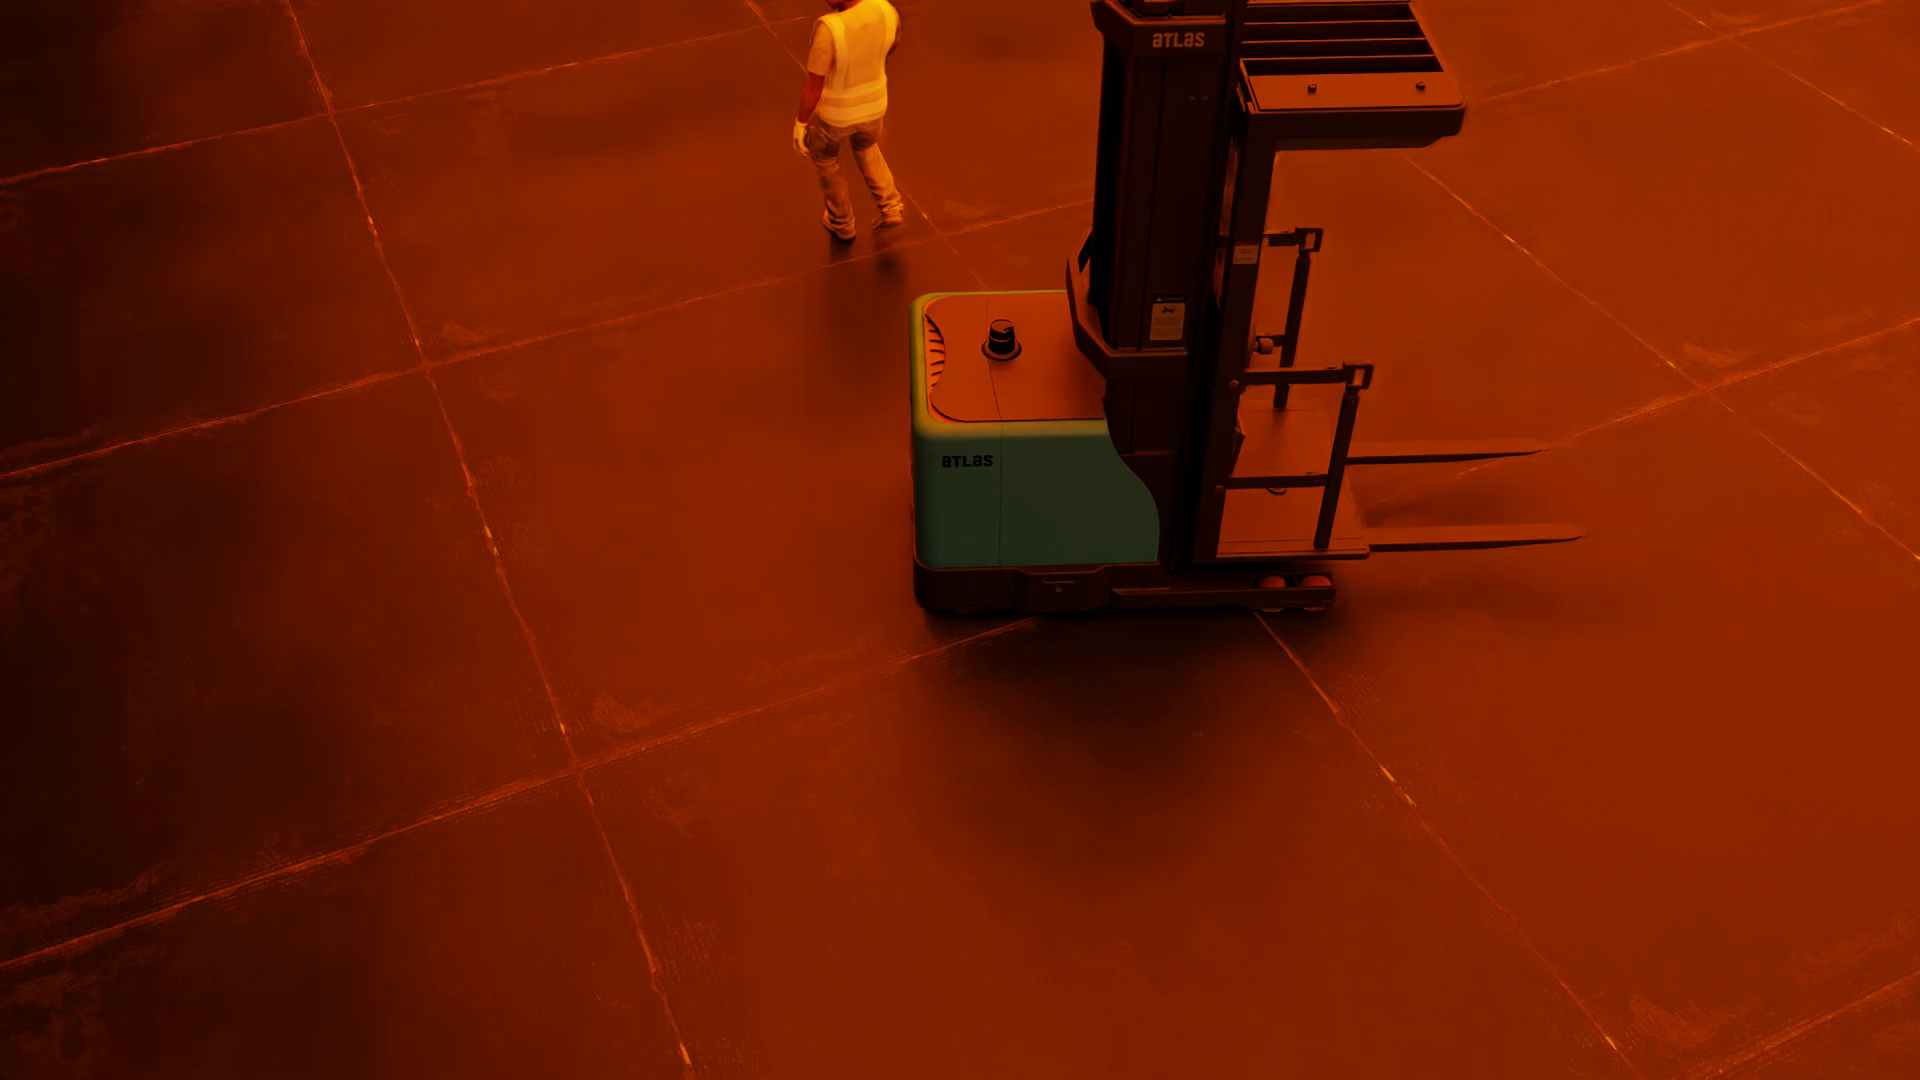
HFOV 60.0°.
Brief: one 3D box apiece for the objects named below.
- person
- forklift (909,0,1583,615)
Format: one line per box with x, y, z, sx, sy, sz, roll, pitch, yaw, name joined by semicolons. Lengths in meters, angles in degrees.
-0.657;-2.403;9.137;0.747;1.731;0.583;-21;47;-21;person
1.292;-1.109;6.869;3.031;2.935;1.130;-2;43;-2;forklift
